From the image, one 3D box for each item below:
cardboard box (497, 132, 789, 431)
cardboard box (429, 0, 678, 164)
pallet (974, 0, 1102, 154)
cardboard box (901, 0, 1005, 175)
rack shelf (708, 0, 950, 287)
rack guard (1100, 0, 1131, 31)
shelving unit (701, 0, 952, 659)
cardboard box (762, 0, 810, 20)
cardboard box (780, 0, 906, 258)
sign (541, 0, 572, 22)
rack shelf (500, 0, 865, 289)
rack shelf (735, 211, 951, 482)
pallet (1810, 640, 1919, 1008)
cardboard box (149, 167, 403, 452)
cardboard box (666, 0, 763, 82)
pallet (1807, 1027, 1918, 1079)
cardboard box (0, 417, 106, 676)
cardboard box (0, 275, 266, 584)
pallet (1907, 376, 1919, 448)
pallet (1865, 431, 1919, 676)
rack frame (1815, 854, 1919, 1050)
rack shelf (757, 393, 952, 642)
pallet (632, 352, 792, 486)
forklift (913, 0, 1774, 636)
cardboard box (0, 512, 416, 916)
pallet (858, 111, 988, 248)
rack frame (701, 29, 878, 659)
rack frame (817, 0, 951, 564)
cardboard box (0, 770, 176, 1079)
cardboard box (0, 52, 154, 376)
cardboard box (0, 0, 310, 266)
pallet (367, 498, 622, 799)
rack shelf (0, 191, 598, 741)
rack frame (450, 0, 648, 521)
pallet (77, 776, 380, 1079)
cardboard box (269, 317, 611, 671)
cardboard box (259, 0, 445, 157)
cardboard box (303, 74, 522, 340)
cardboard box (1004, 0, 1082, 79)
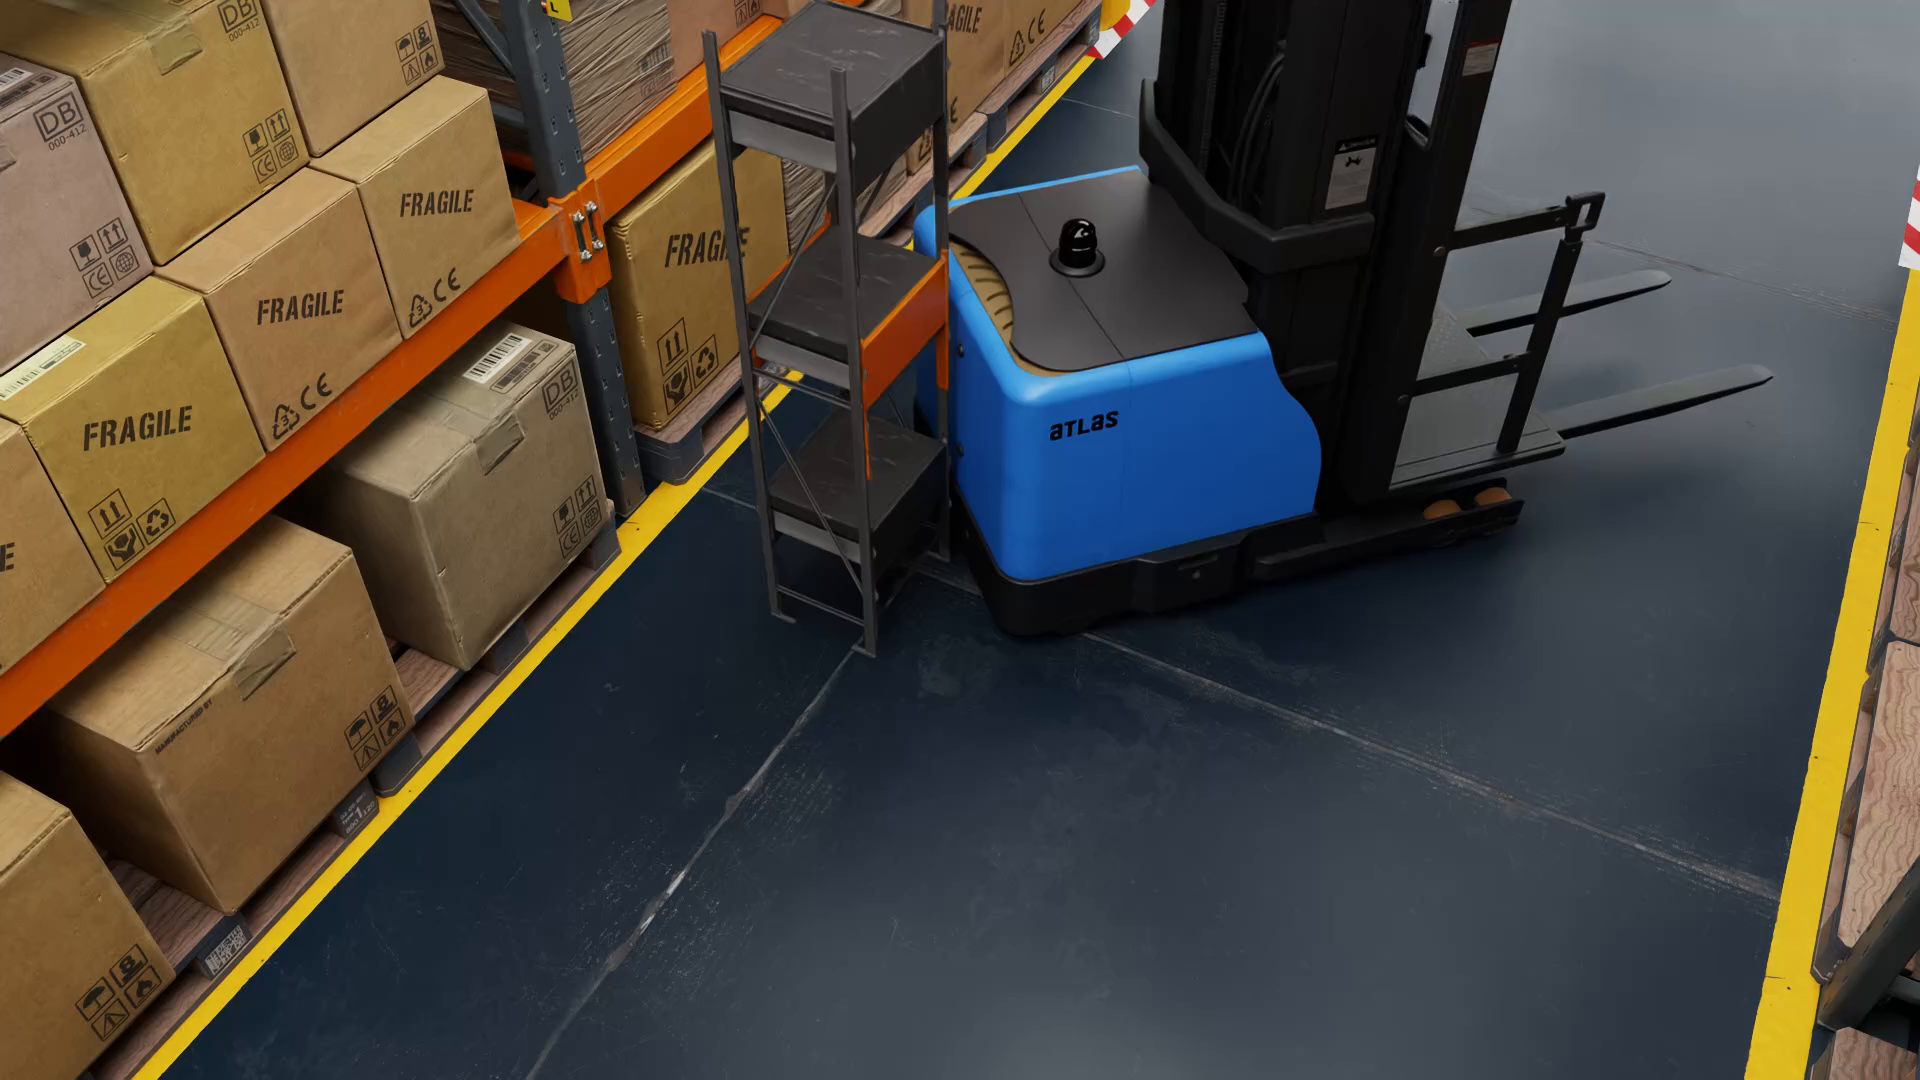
[{"bbox_3d":[-1.226,-1.101,5.927,0.875,0.875,0.875,21,49,20],"label":"cardboard box"},{"bbox_3d":[-1.419,-1.616,5.133,0.875,0.550,0.550,20,49,19],"label":"cardboard box"},{"bbox_3d":[-0.025,-2.337,7.911,1.003,0.211,1.213,20,49,19],"label":"pallet"},{"bbox_3d":[-0.386,-2.243,7.057,0.875,0.875,0.875,20,49,18],"label":"cardboard box"},{"bbox_3d":[-0.329,-1.060,4.356,0.431,0.518,0.480,21,49,20],"label":"rack shelf"},{"bbox_3d":[0.288,-2.983,8.347,1.175,0.500,0.348,20,49,19],"label":"rack guard"},{"bbox_3d":[-0.329,-0.577,4.844,0.431,2.100,0.503,21,49,20],"label":"shelving unit"},{"bbox_3d":[-0.829,-2.271,5.780,0.875,0.550,0.550,20,49,19],"label":"cardboard box"},{"bbox_3d":[-0.811,-1.670,6.490,0.875,0.875,0.875,21,49,19],"label":"cardboard box"},{"bbox_3d":[-1.094,-1.533,4.398,0.100,0.325,0.005,20,49,19],"label":"sign"},{"bbox_3d":[-0.651,-2.334,6.453,1.077,0.370,4.000,20,49,19],"label":"rack shelf"},{"bbox_3d":[-0.329,-0.568,4.854,0.431,0.518,0.480,21,49,20],"label":"rack shelf"},{"bbox_3d":[3.047,0.920,4.692,1.003,0.211,1.213,20,49,19],"label":"pallet"},{"bbox_3d":[-1.820,-0.627,4.190,0.500,0.500,0.500,20,49,19],"label":"cardboard box"},{"bbox_3d":[-1.184,-1.970,5.482,0.875,0.550,0.550,20,49,19],"label":"cardboard box"},{"bbox_3d":[2.407,1.846,3.777,1.003,0.211,1.213,20,49,19],"label":"pallet"},{"bbox_3d":[-2.288,0.012,3.559,0.500,0.500,0.500,20,49,19],"label":"cardboard box"},{"bbox_3d":[-2.054,-0.308,3.875,0.500,0.500,0.500,21,49,19],"label":"cardboard box"},{"bbox_3d":[4.180,-0.617,6.212,1.003,0.211,1.213,20,49,19],"label":"pallet"},{"bbox_3d":[3.612,0.149,5.455,1.003,0.211,1.213,20,49,19],"label":"pallet"},{"bbox_3d":[2.767,0.375,3.271,1.000,3.000,0.127,20,49,19],"label":"rack frame"},{"bbox_3d":[-0.329,-0.076,5.352,0.431,0.518,0.480,21,49,20],"label":"rack shelf"},{"bbox_3d":[-1.157,-0.800,6.392,1.003,0.211,1.213,20,49,19],"label":"pallet"},{"bbox_3d":[1.411,-1.350,5.024,3.031,2.935,1.130,-14,47,-13],"label":"forklift"},{"bbox_3d":[-2.239,0.344,4.588,1.050,0.750,0.750,20,49,19],"label":"cardboard box"},{"bbox_3d":[-0.592,-1.571,7.154,1.003,0.211,1.213,20,49,19],"label":"pallet"},{"bbox_3d":[-0.446,-0.425,4.694,0.400,2.100,0.015,21,49,20],"label":"rack frame"},{"bbox_3d":[-0.212,-0.730,4.995,0.400,2.100,0.015,21,49,20],"label":"rack frame"},{"bbox_3d":[-2.671,0.931,4.008,1.050,0.750,0.750,21,49,20],"label":"cardboard box"},{"bbox_3d":[-2.277,-0.756,3.615,0.700,0.500,0.500,21,49,19],"label":"cardboard box"},{"bbox_3d":[-2.042,-1.074,3.929,0.700,0.500,0.500,20,49,18],"label":"cardboard box"},{"bbox_3d":[-1.871,0.164,5.439,1.003,0.211,1.213,20,49,19],"label":"pallet"},{"bbox_3d":[-2.508,0.186,3.963,1.077,0.370,4.000,20,49,19],"label":"rack shelf"},{"bbox_3d":[-1.580,-1.327,4.952,1.000,3.000,0.127,20,49,19],"label":"rack frame"},{"bbox_3d":[-2.436,0.936,4.677,1.003,0.211,1.213,20,49,19],"label":"pallet"},{"bbox_3d":[-1.788,-0.263,5.187,1.050,0.750,0.750,20,49,19],"label":"cardboard box"},{"bbox_3d":[-1.805,-1.399,4.250,0.700,0.500,0.500,20,49,18],"label":"cardboard box"},{"bbox_3d":[-1.585,-0.945,4.505,0.500,0.500,0.500,20,49,19],"label":"cardboard box"},{"bbox_3d":[0.021,-2.798,7.605,0.875,0.875,0.875,21,49,19],"label":"cardboard box"}]
